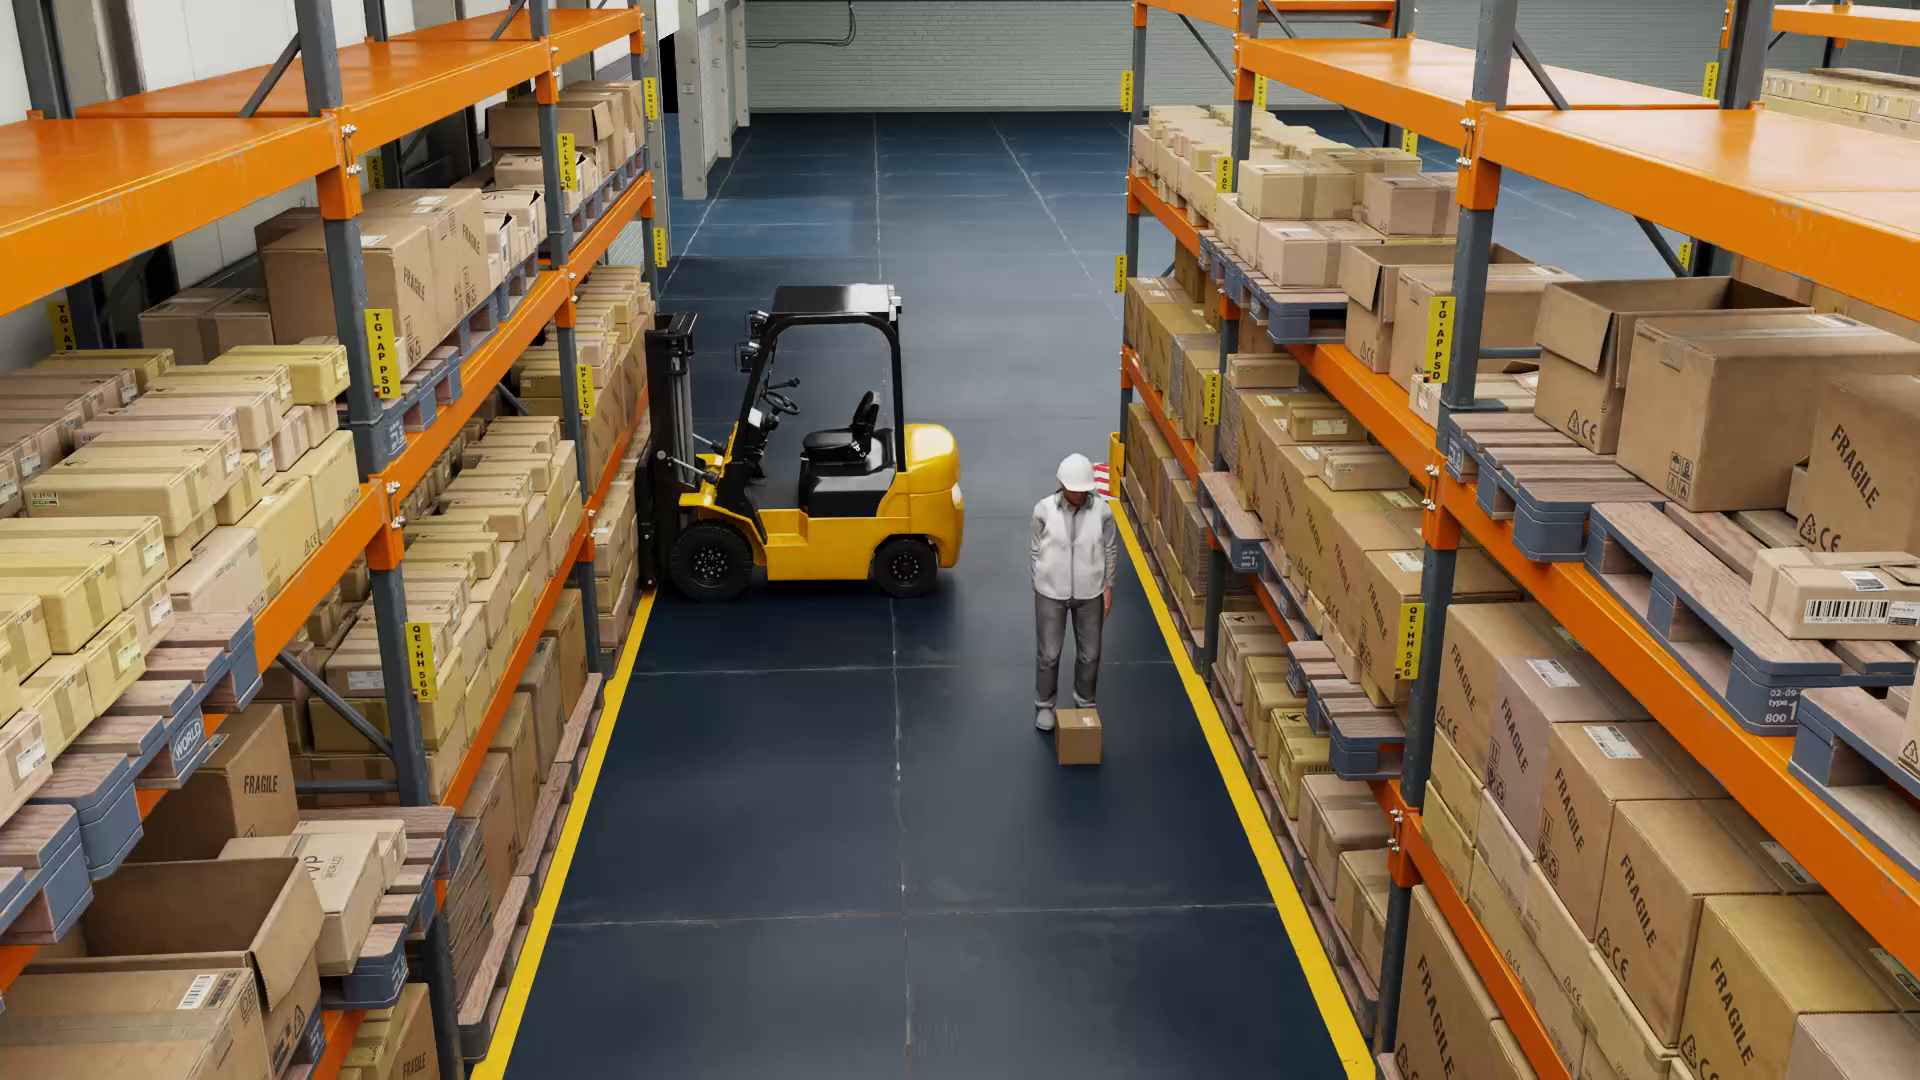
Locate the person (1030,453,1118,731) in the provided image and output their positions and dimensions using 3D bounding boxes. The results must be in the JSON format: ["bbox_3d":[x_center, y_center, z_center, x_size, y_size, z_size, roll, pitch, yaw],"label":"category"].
[{"bbox_3d":[0.694,0.315,10.210,0.534,1.768,0.357,-1,20,-3],"label":"person"}]
